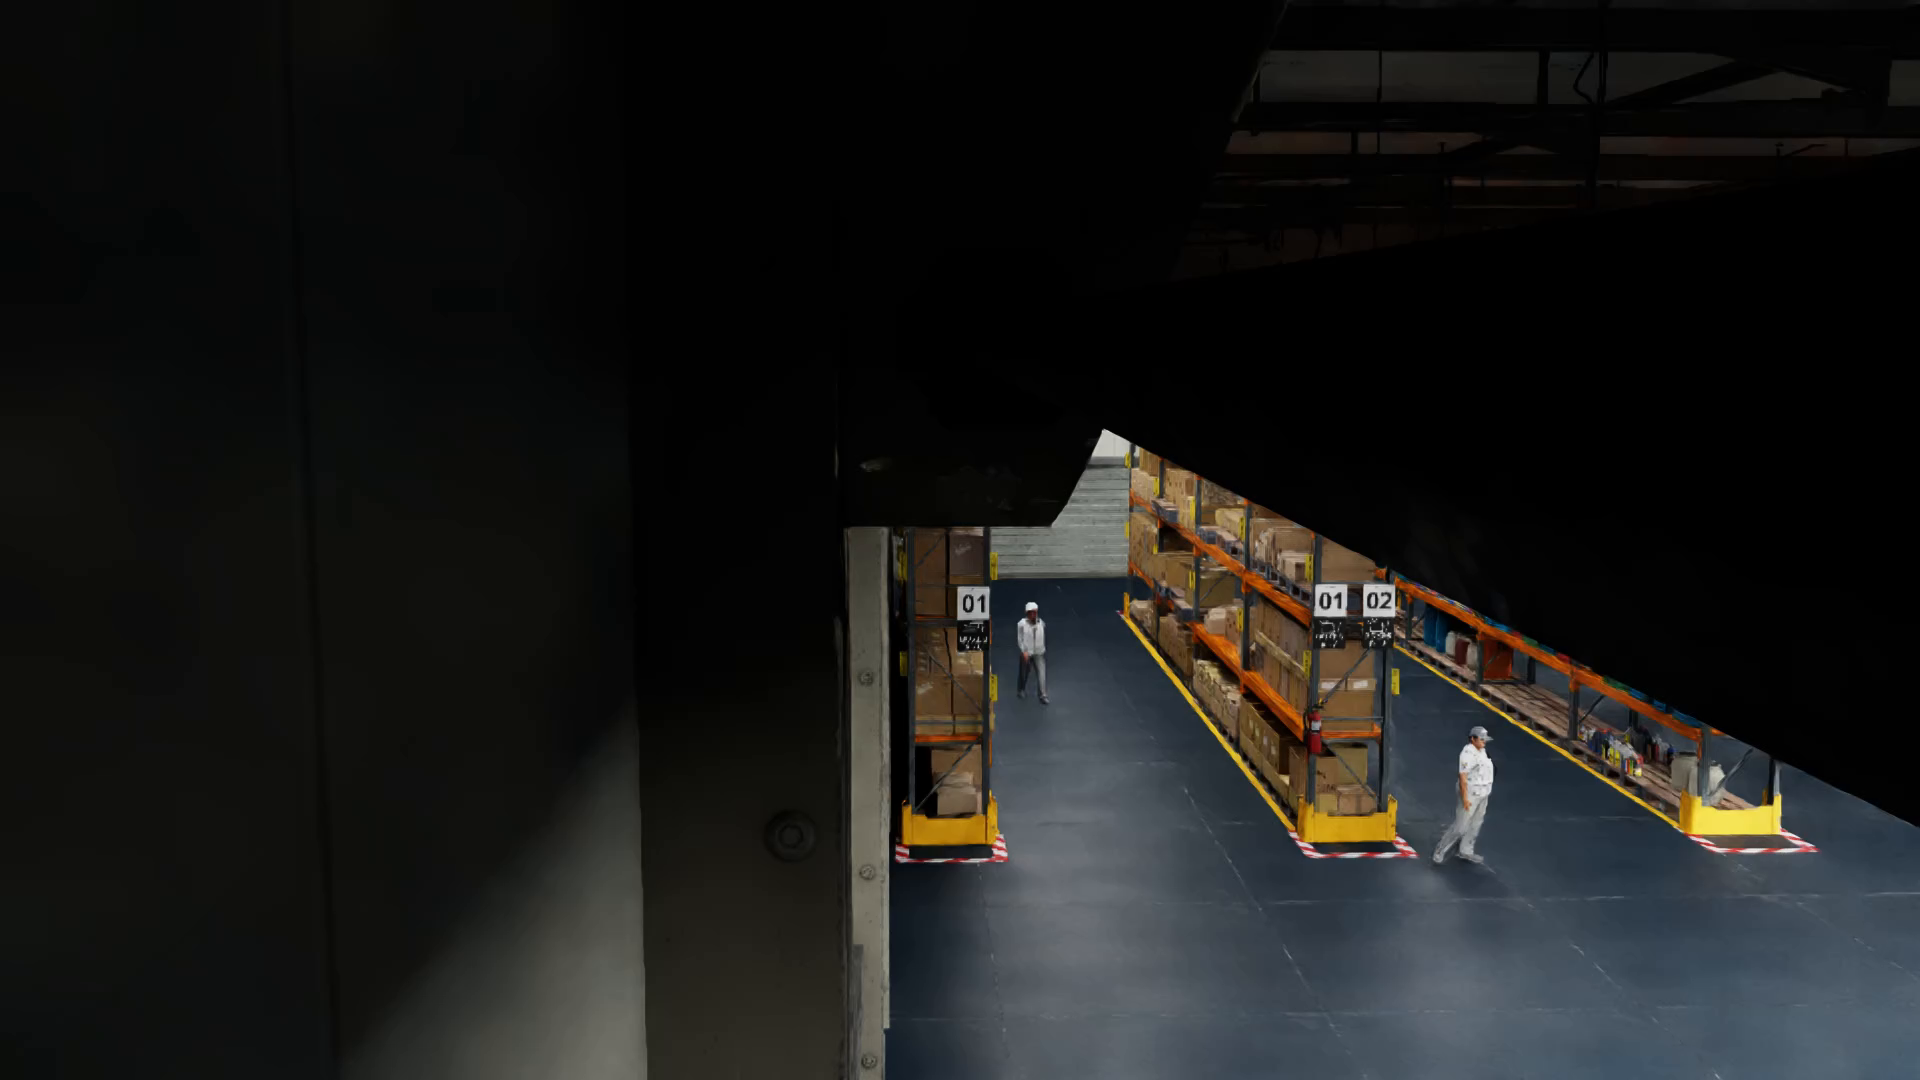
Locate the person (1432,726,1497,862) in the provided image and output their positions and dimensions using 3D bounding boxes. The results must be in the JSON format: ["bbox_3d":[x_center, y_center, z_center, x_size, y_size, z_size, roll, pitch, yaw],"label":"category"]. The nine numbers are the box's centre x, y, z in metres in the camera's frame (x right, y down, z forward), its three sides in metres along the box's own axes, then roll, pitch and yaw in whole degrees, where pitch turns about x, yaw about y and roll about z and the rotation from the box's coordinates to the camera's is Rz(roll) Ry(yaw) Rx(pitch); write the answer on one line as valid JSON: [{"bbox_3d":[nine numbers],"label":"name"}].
[{"bbox_3d":[5.954,3.009,19.635,0.692,1.656,0.539,-7,10,-43],"label":"person"}]

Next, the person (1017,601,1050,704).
[{"bbox_3d":[1.205,1.884,28.065,0.538,1.715,1.014,-1,7,-11],"label":"person"}]
